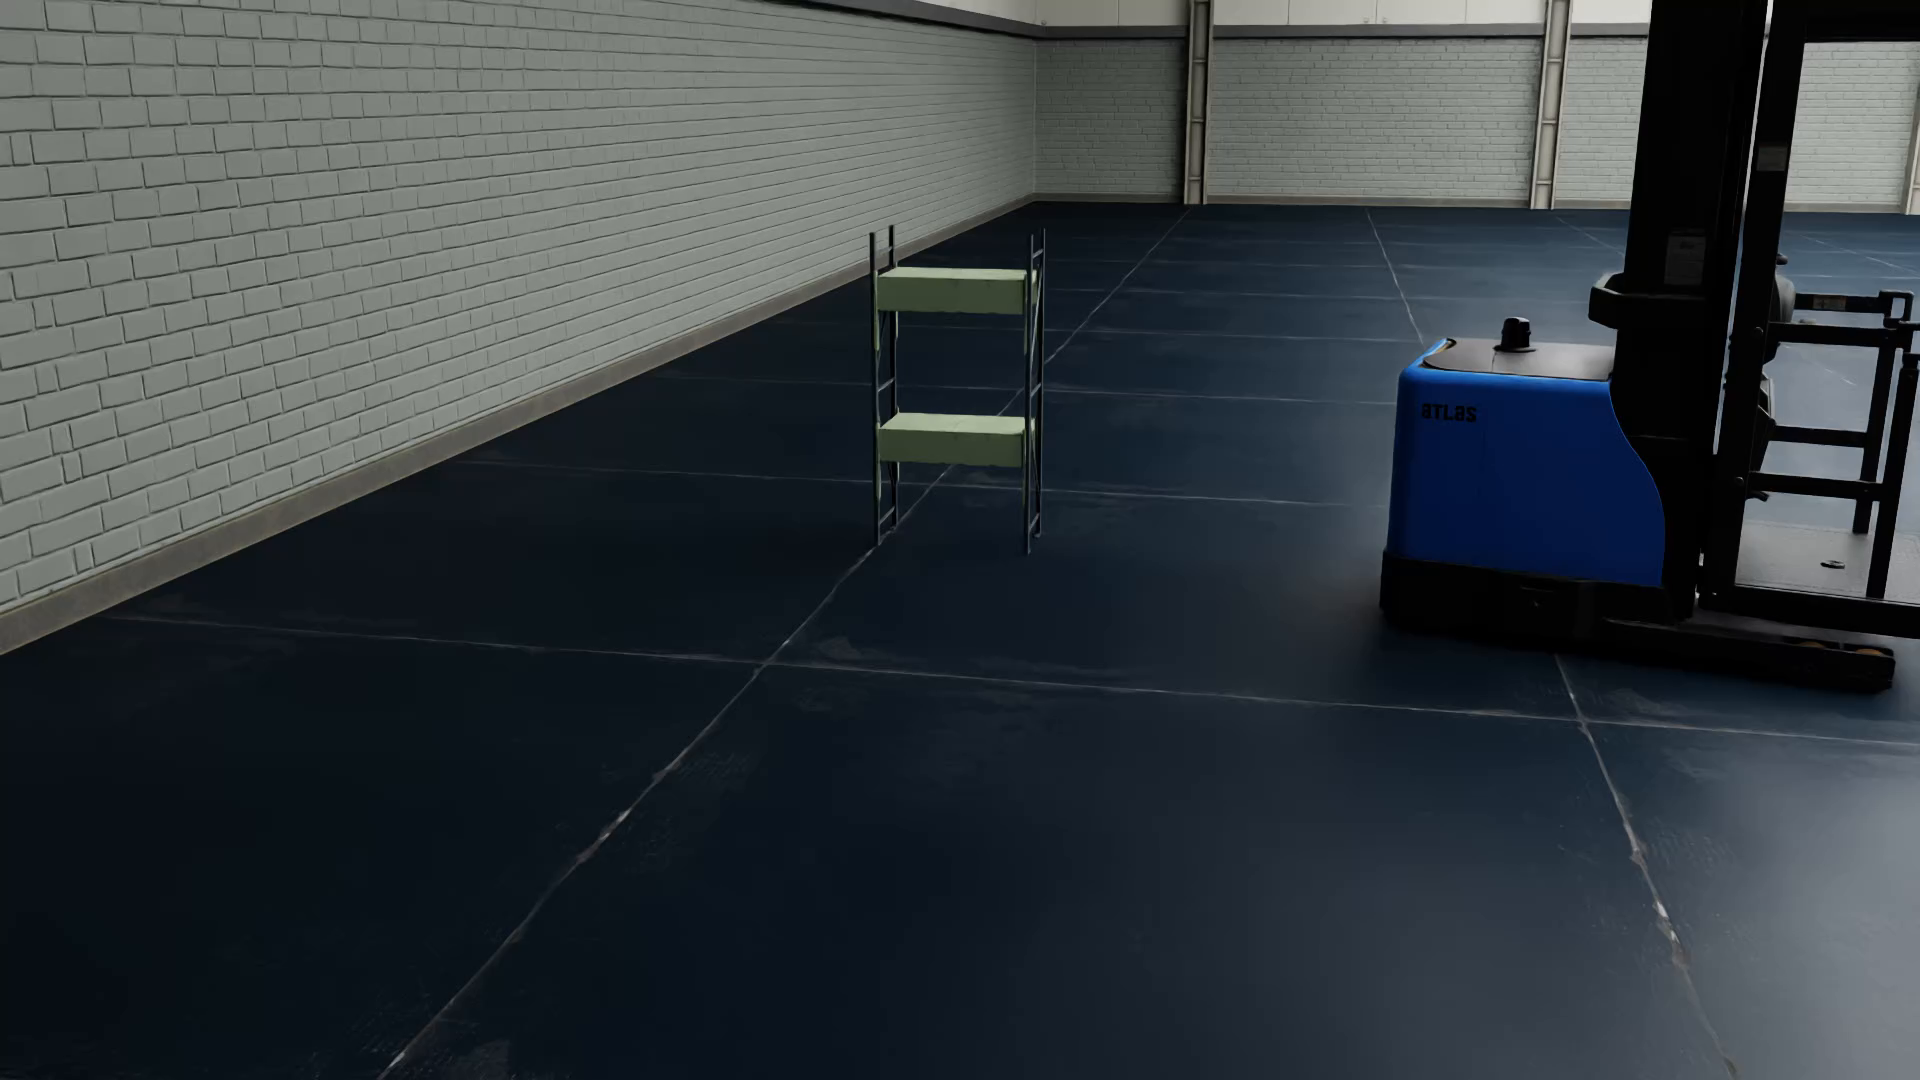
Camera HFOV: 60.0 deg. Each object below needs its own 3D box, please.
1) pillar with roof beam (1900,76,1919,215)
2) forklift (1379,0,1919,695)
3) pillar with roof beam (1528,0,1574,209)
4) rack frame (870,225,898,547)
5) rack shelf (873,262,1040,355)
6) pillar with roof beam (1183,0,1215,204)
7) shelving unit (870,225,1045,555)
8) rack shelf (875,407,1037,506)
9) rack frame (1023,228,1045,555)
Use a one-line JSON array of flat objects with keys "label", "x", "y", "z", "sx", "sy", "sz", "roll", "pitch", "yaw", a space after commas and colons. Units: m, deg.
[{"label": "pillar with roof beam", "x": 15.173, "y": -8.683, "z": 22.643, "sx": 0.400, "sy": 9.000, "sz": 9.100, "roll": 3, "pitch": 16, "yaw": 11}, {"label": "forklift", "x": 3.296, "y": -1.006, "z": 6.296, "sx": 3.031, "sy": 2.935, "sz": 1.130, "roll": 7, "pitch": 17, "yaw": 24}, {"label": "pillar with roof beam", "x": 9.293, "y": -9.002, "z": 23.796, "sx": 0.400, "sy": 9.000, "sz": 9.100, "roll": 3, "pitch": 16, "yaw": 11}, {"label": "rack frame", "x": -0.365, "y": -0.743, "z": 8.026, "sx": 0.023, "sy": 1.500, "sz": 0.400, "roll": 3, "pitch": 16, "yaw": 11}, {"label": "rack shelf", "x": -0.007, "y": -1.099, "z": 7.851, "sx": 0.720, "sy": 0.370, "sz": 0.431, "roll": 3, "pitch": 16, "yaw": 11}, {"label": "pillar with roof beam", "x": 3.414, "y": -9.321, "z": 24.948, "sx": 0.400, "sy": 9.000, "sz": 9.100, "roll": 3, "pitch": 16, "yaw": 11}, {"label": "shelving unit", "x": -0.007, "y": -0.723, "z": 7.956, "sx": 0.755, "sy": 1.500, "sz": 0.431, "roll": 3, "pitch": 16, "yaw": 11}, {"label": "rack shelf", "x": -0.007, "y": -0.409, "z": 8.043, "sx": 0.720, "sy": 0.370, "sz": 0.431, "roll": 3, "pitch": 16, "yaw": 11}, {"label": "rack frame", "x": 0.352, "y": -0.704, "z": 7.885, "sx": 0.023, "sy": 1.500, "sz": 0.400, "roll": 3, "pitch": 16, "yaw": 11}]
